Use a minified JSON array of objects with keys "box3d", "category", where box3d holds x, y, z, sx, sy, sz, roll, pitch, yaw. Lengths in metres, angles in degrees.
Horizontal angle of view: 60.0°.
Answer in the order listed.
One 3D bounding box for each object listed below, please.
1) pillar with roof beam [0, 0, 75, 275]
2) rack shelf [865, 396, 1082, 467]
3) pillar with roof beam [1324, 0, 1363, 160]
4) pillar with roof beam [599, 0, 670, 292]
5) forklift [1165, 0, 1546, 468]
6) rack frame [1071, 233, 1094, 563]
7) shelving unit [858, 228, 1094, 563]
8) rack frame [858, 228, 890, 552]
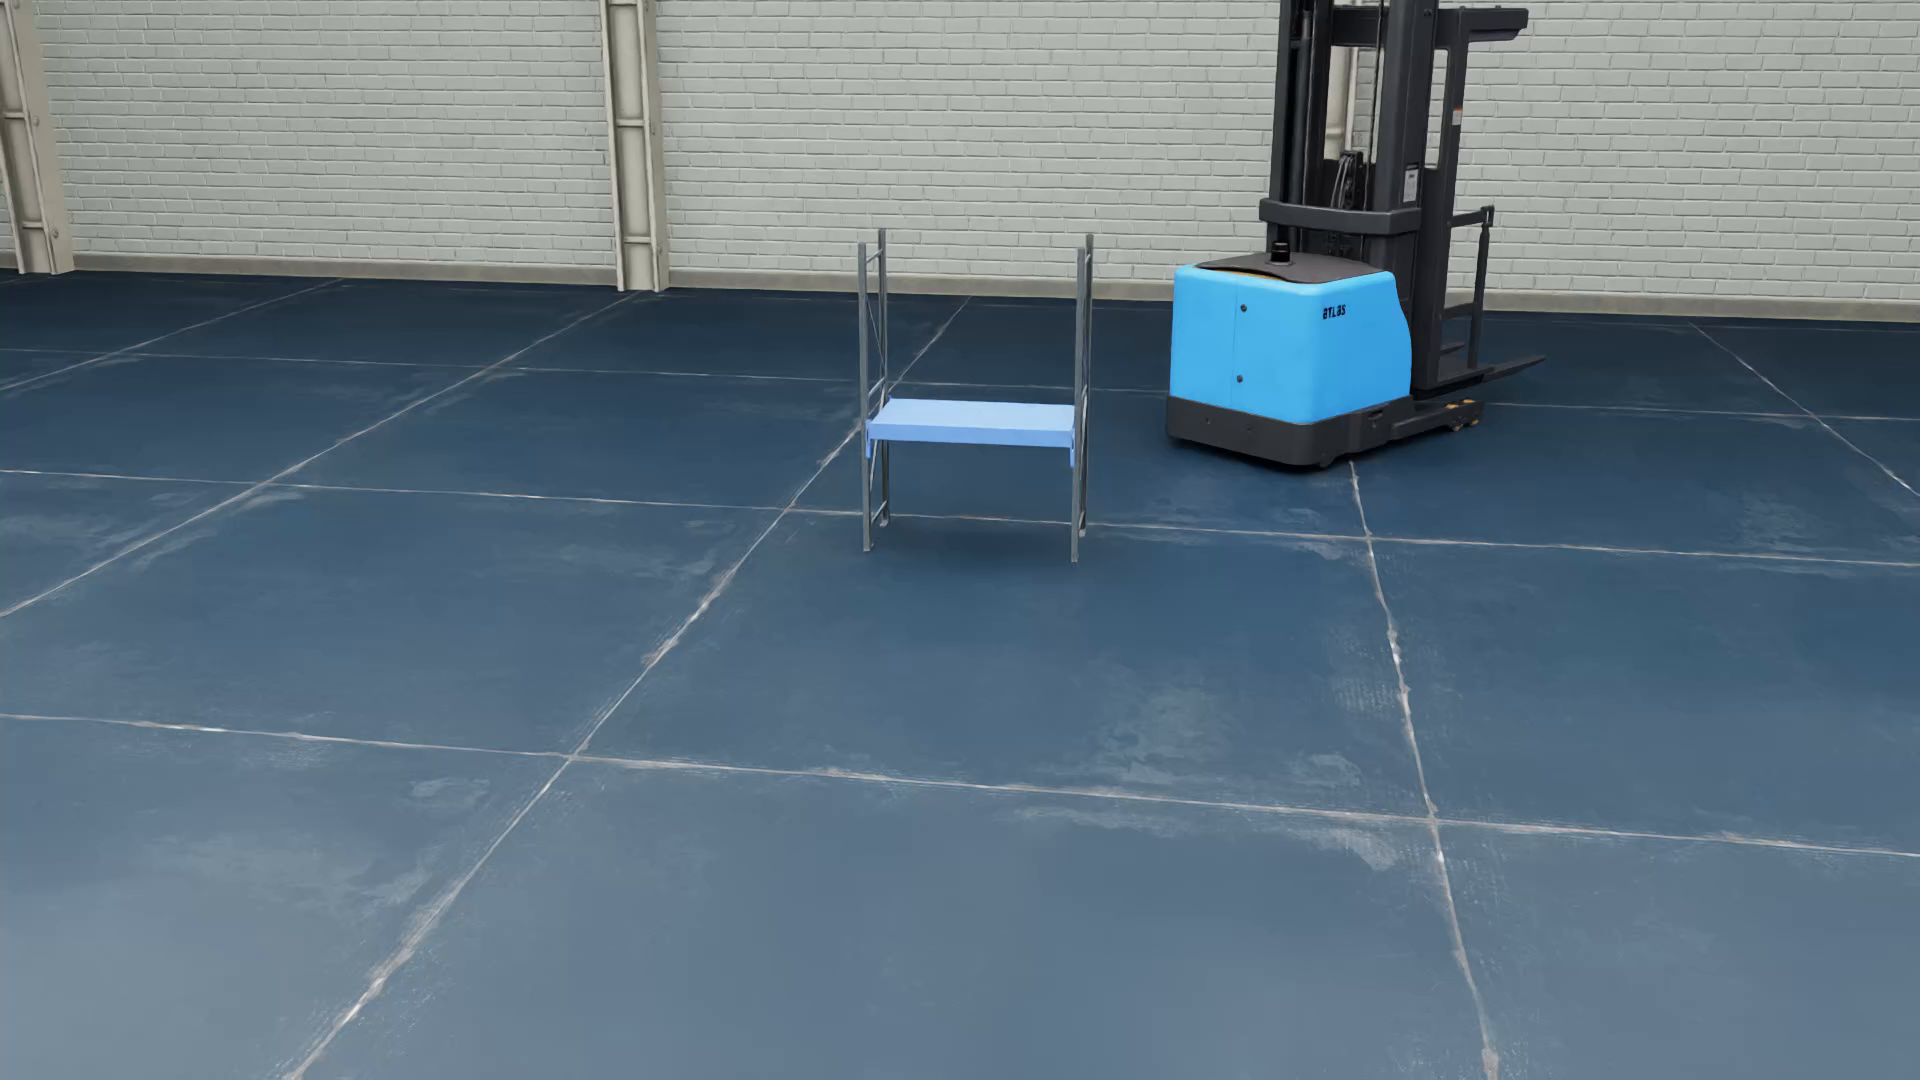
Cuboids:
[{"box3d":[-9.484,-5.512,10.594,0.400,9.000,9.100,3,19,9],"category":"pillar with roof beam"},{"box3d":[0.084,-0.536,8.109,1.000,0.185,0.538,3,19,9],"category":"rack shelf"},{"box3d":[2.364,-4.908,8.789,0.400,9.000,9.100,3,19,9],"category":"pillar with roof beam"},{"box3d":[-3.560,-5.210,9.692,0.400,9.000,9.100,3,19,9],"category":"pillar with roof beam"},{"box3d":[2.659,-2.174,10.183,3.031,2.935,1.130,-16,25,-40],"category":"forklift"},{"box3d":[0.586,-0.681,7.976,0.032,1.500,0.500,3,19,9],"category":"rack frame"},{"box3d":[0.084,-0.707,8.052,1.048,1.500,0.538,3,19,9],"category":"shelving unit"},{"box3d":[-0.418,-0.733,8.129,0.032,1.500,0.500,3,19,9],"category":"rack frame"}]
